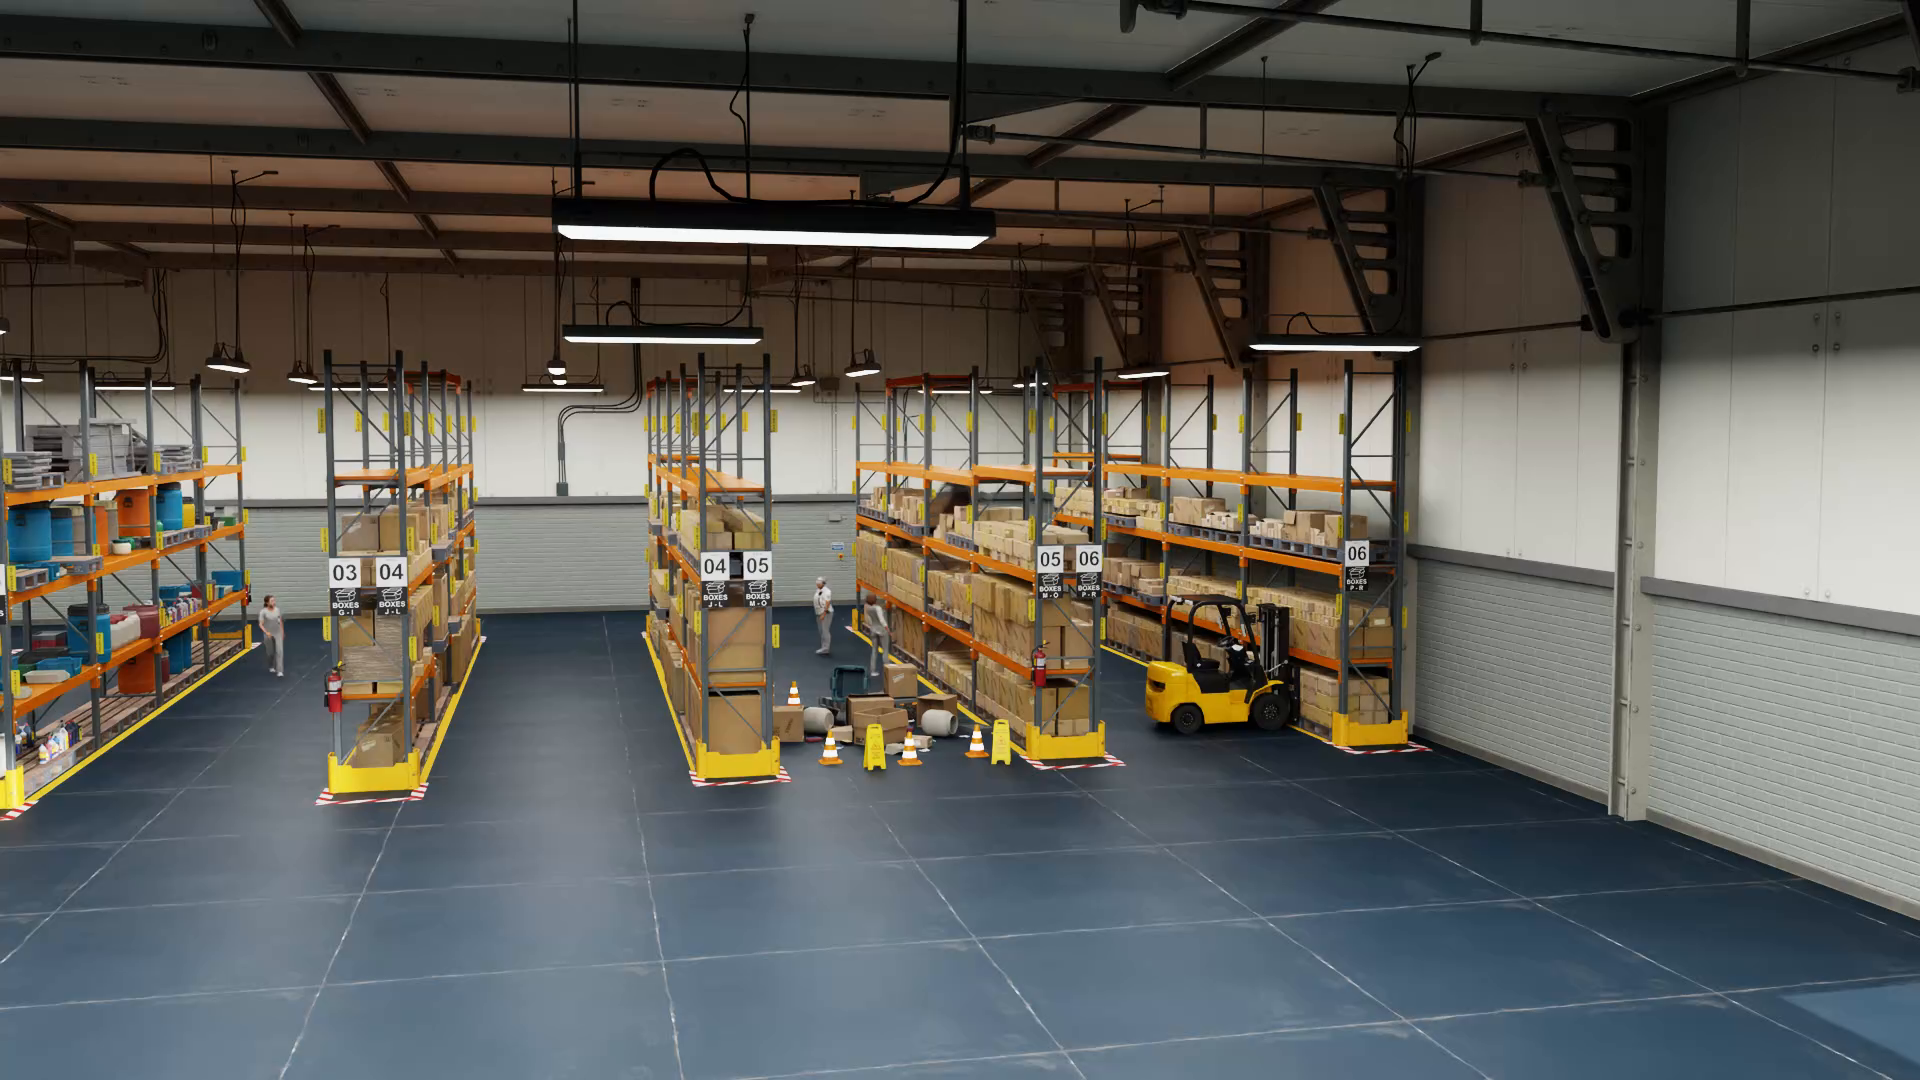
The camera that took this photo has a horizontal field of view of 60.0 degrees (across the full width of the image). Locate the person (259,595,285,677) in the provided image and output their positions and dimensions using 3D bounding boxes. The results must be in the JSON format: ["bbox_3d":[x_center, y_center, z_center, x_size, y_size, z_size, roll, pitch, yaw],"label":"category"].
[{"bbox_3d":[-13.661,1.897,33.021,0.477,1.627,0.947,-2,4,-23],"label":"person"}]

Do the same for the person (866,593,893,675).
[{"bbox_3d":[-1.484,1.771,31.110,0.508,1.556,0.454,2,5,29],"label":"person"}]

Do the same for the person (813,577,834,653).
[{"bbox_3d":[-2.998,1.637,36.352,0.425,1.674,0.498,-2,5,-30],"label":"person"}]
